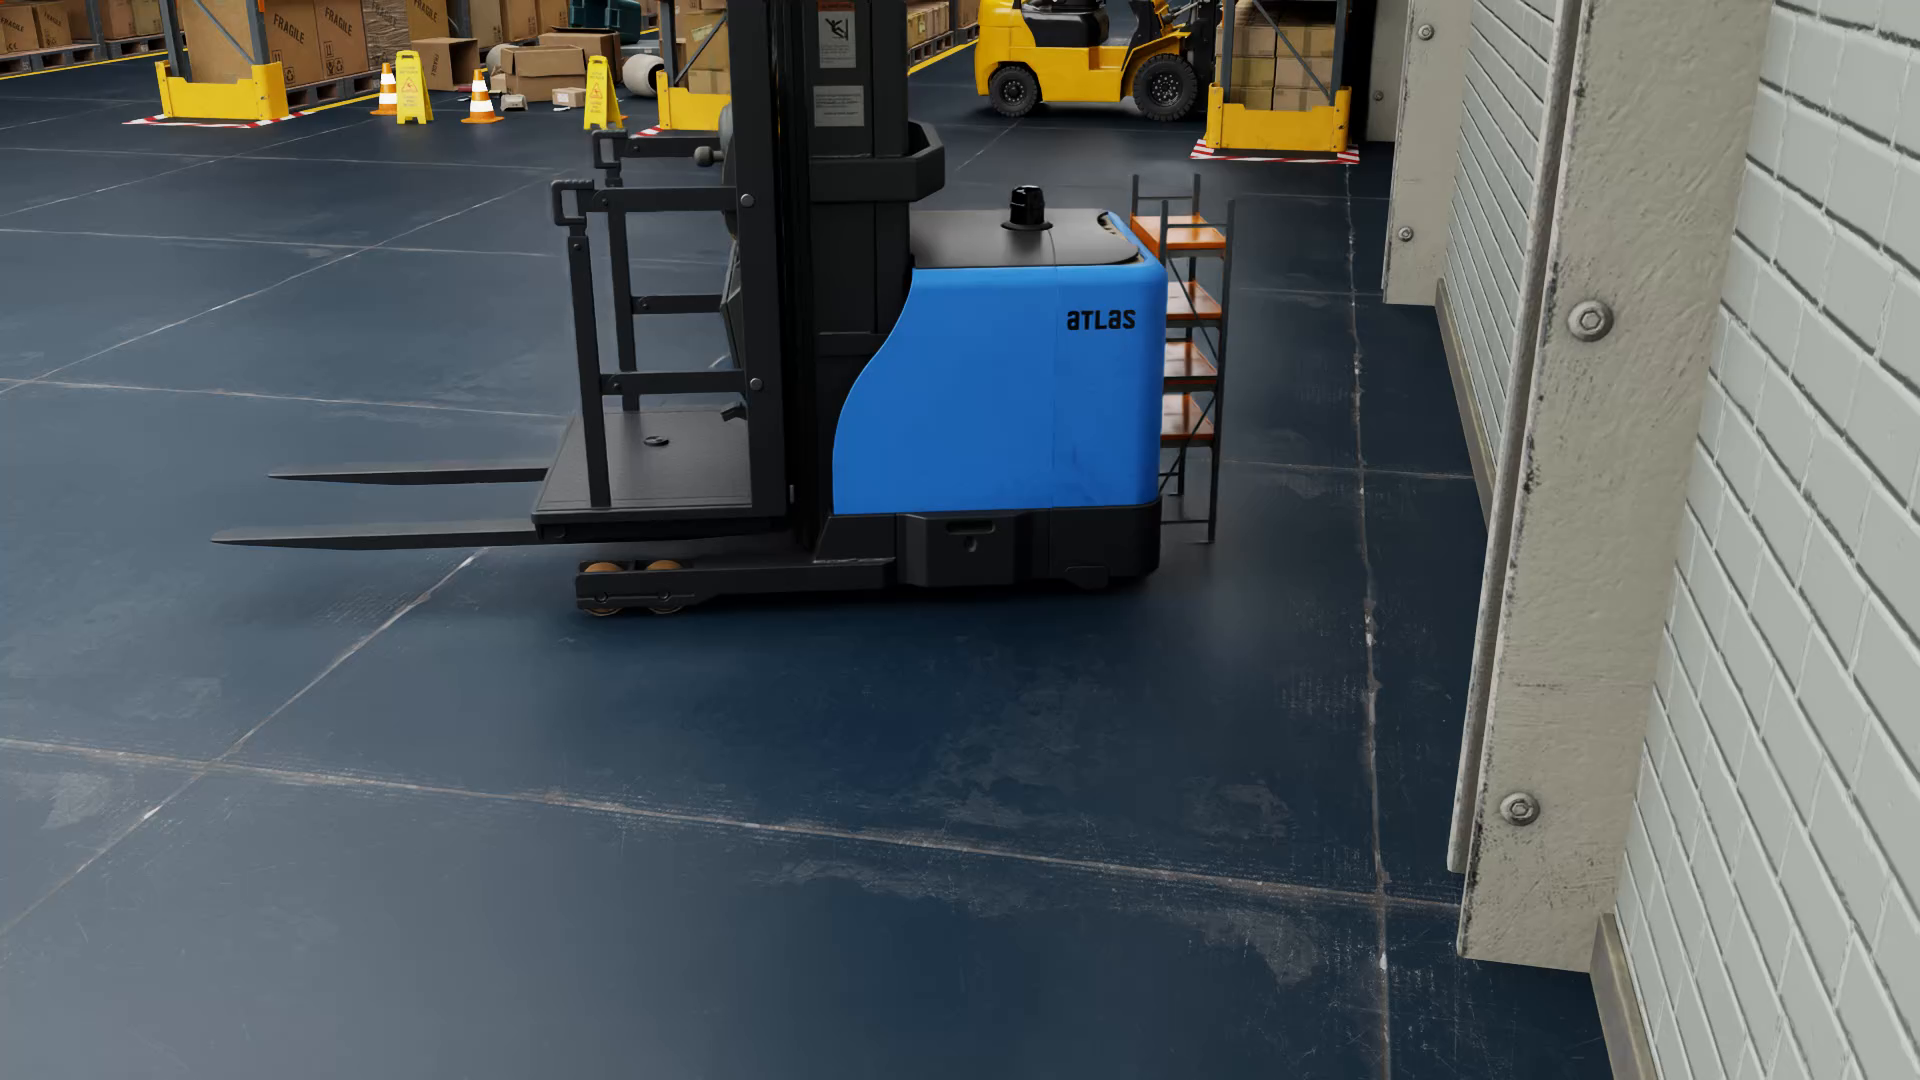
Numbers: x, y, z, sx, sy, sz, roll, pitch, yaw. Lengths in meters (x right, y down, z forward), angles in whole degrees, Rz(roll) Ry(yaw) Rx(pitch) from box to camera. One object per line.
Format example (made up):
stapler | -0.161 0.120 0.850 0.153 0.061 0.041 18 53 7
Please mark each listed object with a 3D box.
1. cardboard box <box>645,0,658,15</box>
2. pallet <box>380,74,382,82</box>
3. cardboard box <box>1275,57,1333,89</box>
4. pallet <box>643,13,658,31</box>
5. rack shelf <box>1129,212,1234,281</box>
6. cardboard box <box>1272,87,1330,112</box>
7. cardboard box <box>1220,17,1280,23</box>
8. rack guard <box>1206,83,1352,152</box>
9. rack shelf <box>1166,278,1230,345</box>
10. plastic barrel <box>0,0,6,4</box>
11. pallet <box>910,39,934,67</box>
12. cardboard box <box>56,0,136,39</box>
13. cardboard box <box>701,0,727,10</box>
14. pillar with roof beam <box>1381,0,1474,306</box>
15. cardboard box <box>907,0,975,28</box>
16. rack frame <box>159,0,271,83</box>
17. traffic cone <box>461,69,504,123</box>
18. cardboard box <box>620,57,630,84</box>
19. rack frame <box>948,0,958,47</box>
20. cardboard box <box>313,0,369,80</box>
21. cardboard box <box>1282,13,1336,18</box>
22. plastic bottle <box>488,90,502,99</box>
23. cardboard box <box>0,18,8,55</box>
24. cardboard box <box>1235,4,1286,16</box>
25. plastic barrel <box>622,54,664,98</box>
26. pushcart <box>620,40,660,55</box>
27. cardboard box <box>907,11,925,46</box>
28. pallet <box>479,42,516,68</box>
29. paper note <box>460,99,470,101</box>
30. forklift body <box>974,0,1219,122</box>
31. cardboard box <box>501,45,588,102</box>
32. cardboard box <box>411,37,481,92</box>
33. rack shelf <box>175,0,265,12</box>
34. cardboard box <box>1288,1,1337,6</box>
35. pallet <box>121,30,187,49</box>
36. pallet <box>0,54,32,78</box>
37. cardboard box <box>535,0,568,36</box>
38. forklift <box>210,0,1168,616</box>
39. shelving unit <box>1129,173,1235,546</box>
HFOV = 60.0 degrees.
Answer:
cardboard box | -4.804 -8.041 24.587 0.500 0.500 0.500 4 22 10
pallet | -6.445 -5.365 18.893 1.003 0.211 1.213 4 22 11
cardboard box | 2.996 -4.058 14.364 0.500 0.250 0.500 5 22 12
pallet | -4.985 -7.831 25.015 1.003 0.211 1.213 4 22 11
rack shelf | 0.747 -0.998 5.673 0.258 0.148 0.480 -2 22 -5
cardboard box | 2.989 -3.835 14.478 0.500 0.250 0.500 5 22 11
cardboard box | 2.584 -4.513 14.825 0.500 0.250 0.500 5 22 12
rack guard | 2.692 -3.582 14.079 1.175 0.500 0.348 4 22 11
rack shelf | 0.747 -0.778 5.761 0.258 0.148 0.480 -2 22 -5
plastic barrel | -14.998 -8.555 25.423 0.600 0.830 0.708 4 22 11
pallet | -0.943 -6.029 20.542 1.003 0.211 1.213 4 22 11
cardboard box | -10.902 -6.613 21.017 0.700 0.500 0.500 3 22 7
cardboard box | -2.246 -5.148 15.867 0.380 0.149 0.250 5 22 12
pillar with roof beam | -1.717 -5.853 8.341 9.100 9.000 0.400 4 22 11
cardboard box | -0.308 -7.509 22.765 0.875 0.875 0.875 4 22 10
rack frame | -7.030 -5.468 15.415 1.000 3.000 0.127 4 22 11
traffic cone | -4.494 -4.167 15.580 0.336 0.463 0.334 4 22 11
cardboard box | -3.614 -5.188 18.380 0.258 0.266 0.396 -11 25 -26
rack frame | -0.531 -8.053 21.835 1.000 3.000 0.127 4 22 11
cardboard box | -6.778 -5.252 17.162 0.875 0.875 0.875 4 22 10
cardboard box | 3.191 -4.660 15.190 0.500 0.250 0.500 4 22 11
plastic bottle | -4.833 -4.634 17.278 0.133 0.061 0.283 -3 22 -8
cardboard box | -11.328 -5.795 19.011 0.500 0.500 0.500 2 22 6
cardboard box | 2.903 -5.075 16.219 0.500 0.250 0.500 5 23 13
plastic barrel | -3.224 -4.803 17.214 0.421 0.421 0.512 -16 27 -35
pushcart | -3.589 -5.530 19.079 1.648 0.377 0.936 -3 22 -8
cardboard box | -0.959 -6.276 20.377 0.950 0.372 0.625 5 23 13
pallet | -6.130 -5.925 20.284 1.003 0.211 1.213 4 22 11
paper note | -5.056 -4.519 17.035 0.144 0.017 0.142 13 25 29
forklift body | 1.298 -5.190 15.860 2.313 2.155 1.214 4 22 11
cardboard box | -4.283 -4.805 17.111 0.797 0.503 0.637 -11 25 -26
cardboard box | -5.526 -5.127 17.910 0.500 0.500 0.500 8 23 20
rack shelf | -6.622 -5.866 17.366 1.077 0.370 4.000 4 22 11
cardboard box | 3.513 -5.216 16.568 0.500 0.250 0.500 4 22 10
pallet | -10.644 -6.785 22.418 1.003 0.211 1.213 4 22 11
pallet | -11.398 -5.357 18.872 1.003 0.211 1.213 4 22 11
cardboard box | -5.785 -7.009 21.691 1.050 0.750 0.750 5 22 12
forklift | -0.893 -1.325 5.221 3.031 2.935 1.130 -2 22 -5
shelving unit | 0.747 -0.633 5.820 0.258 1.200 0.503 -2 22 -5
